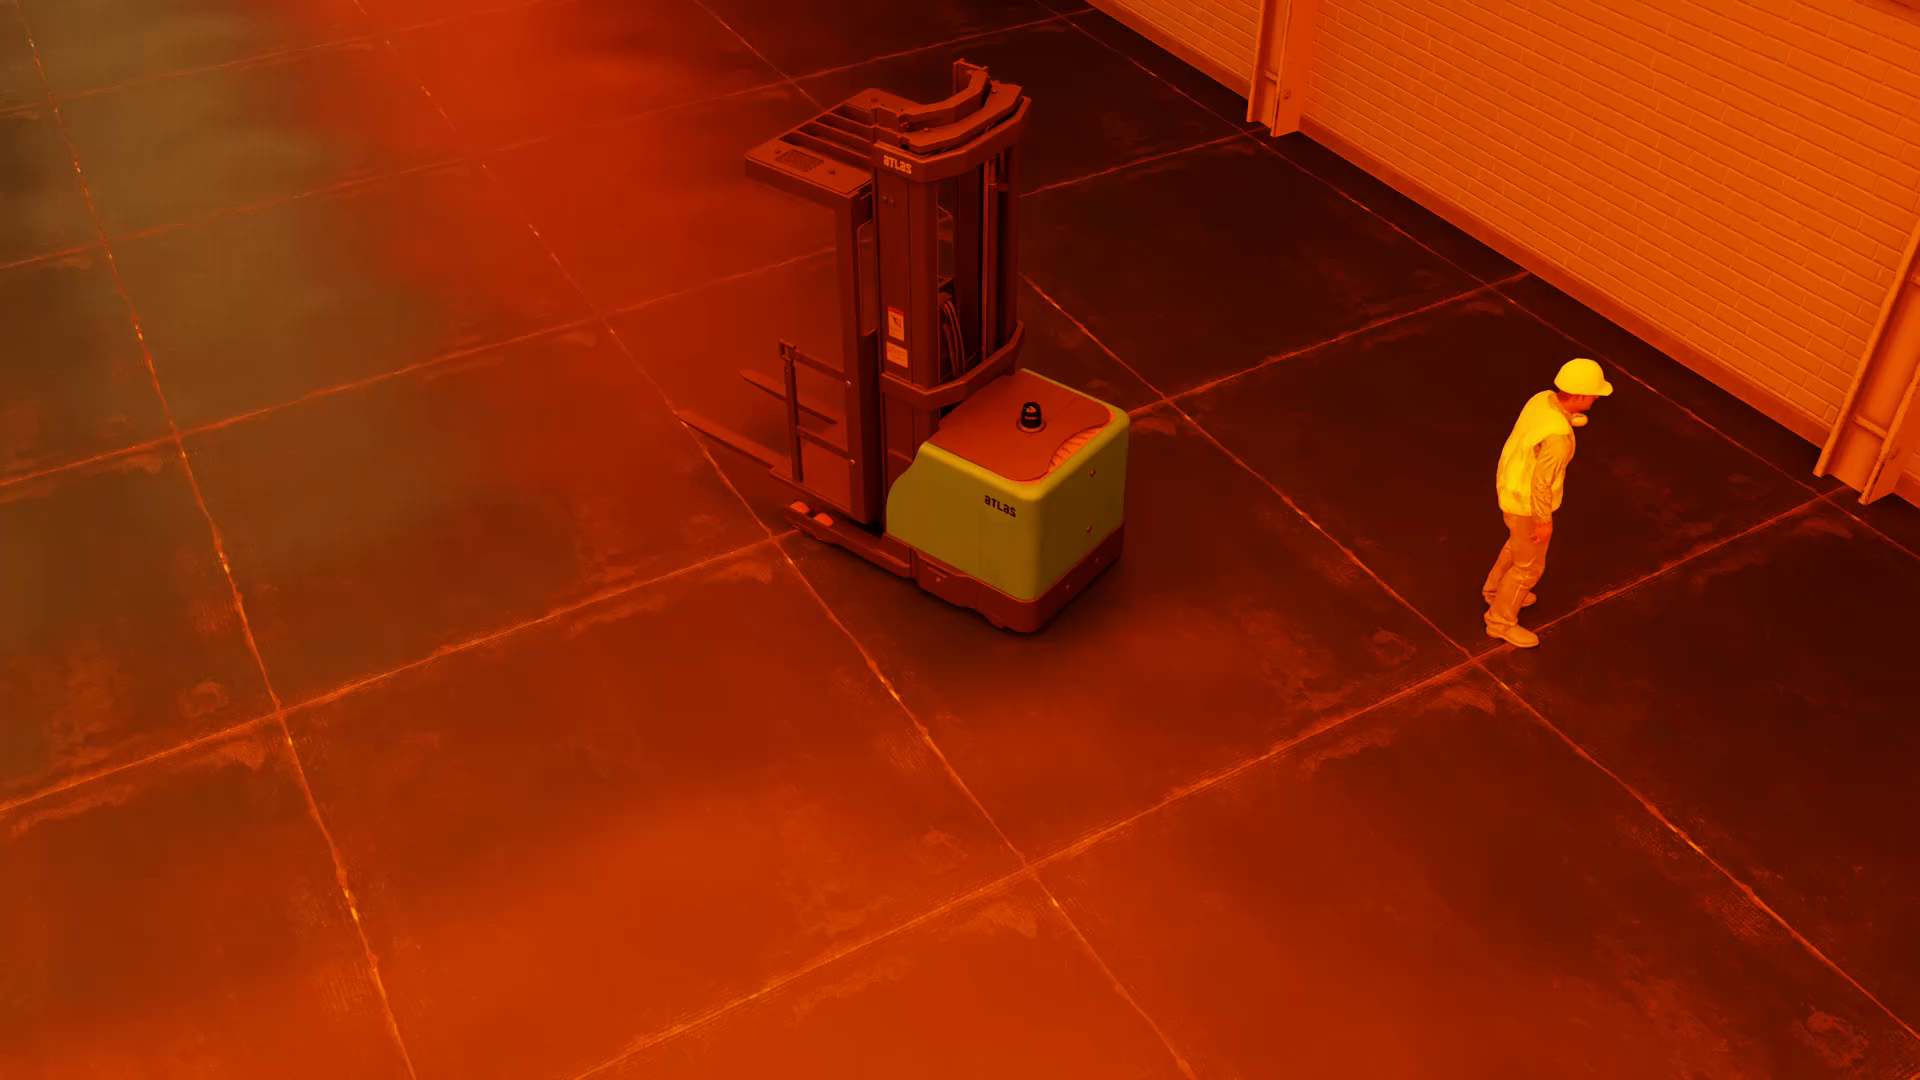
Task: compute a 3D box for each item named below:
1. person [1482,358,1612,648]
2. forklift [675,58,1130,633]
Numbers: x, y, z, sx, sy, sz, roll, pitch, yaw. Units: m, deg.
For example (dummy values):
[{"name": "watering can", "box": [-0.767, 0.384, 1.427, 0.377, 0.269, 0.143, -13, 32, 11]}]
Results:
[{"name": "person", "box": [3.203, -0.245, 9.242, 0.466, 1.769, 0.580, 7, 40, 8]}, {"name": "forklift", "box": [-0.481, -1.366, 9.683, 3.031, 2.935, 1.130, 26, 46, 28]}]
